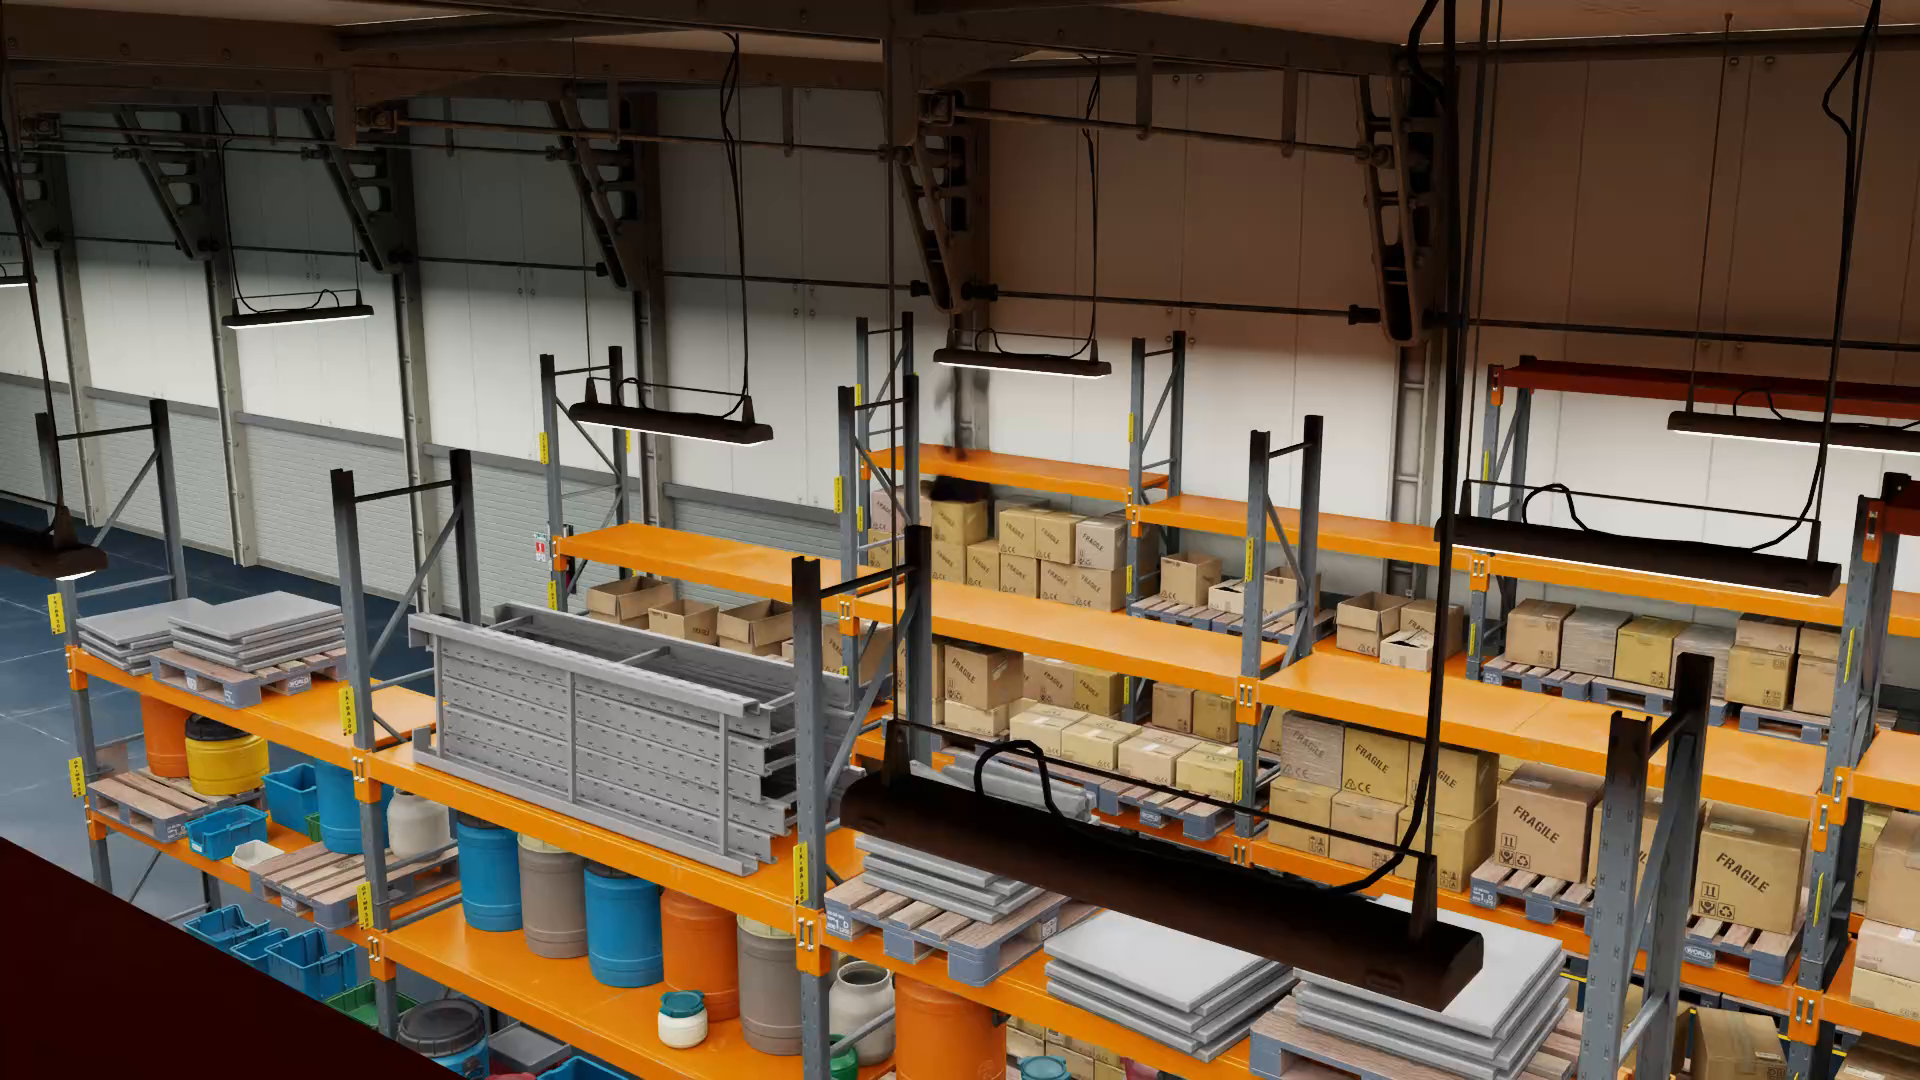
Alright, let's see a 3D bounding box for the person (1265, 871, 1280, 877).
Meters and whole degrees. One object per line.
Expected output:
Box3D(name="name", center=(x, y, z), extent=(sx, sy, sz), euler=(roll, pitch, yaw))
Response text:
Box3D(name="person", center=(2.864, 3.814, 15.307), extent=(0.604, 1.621, 0.585), euler=(8, 15, 31))
